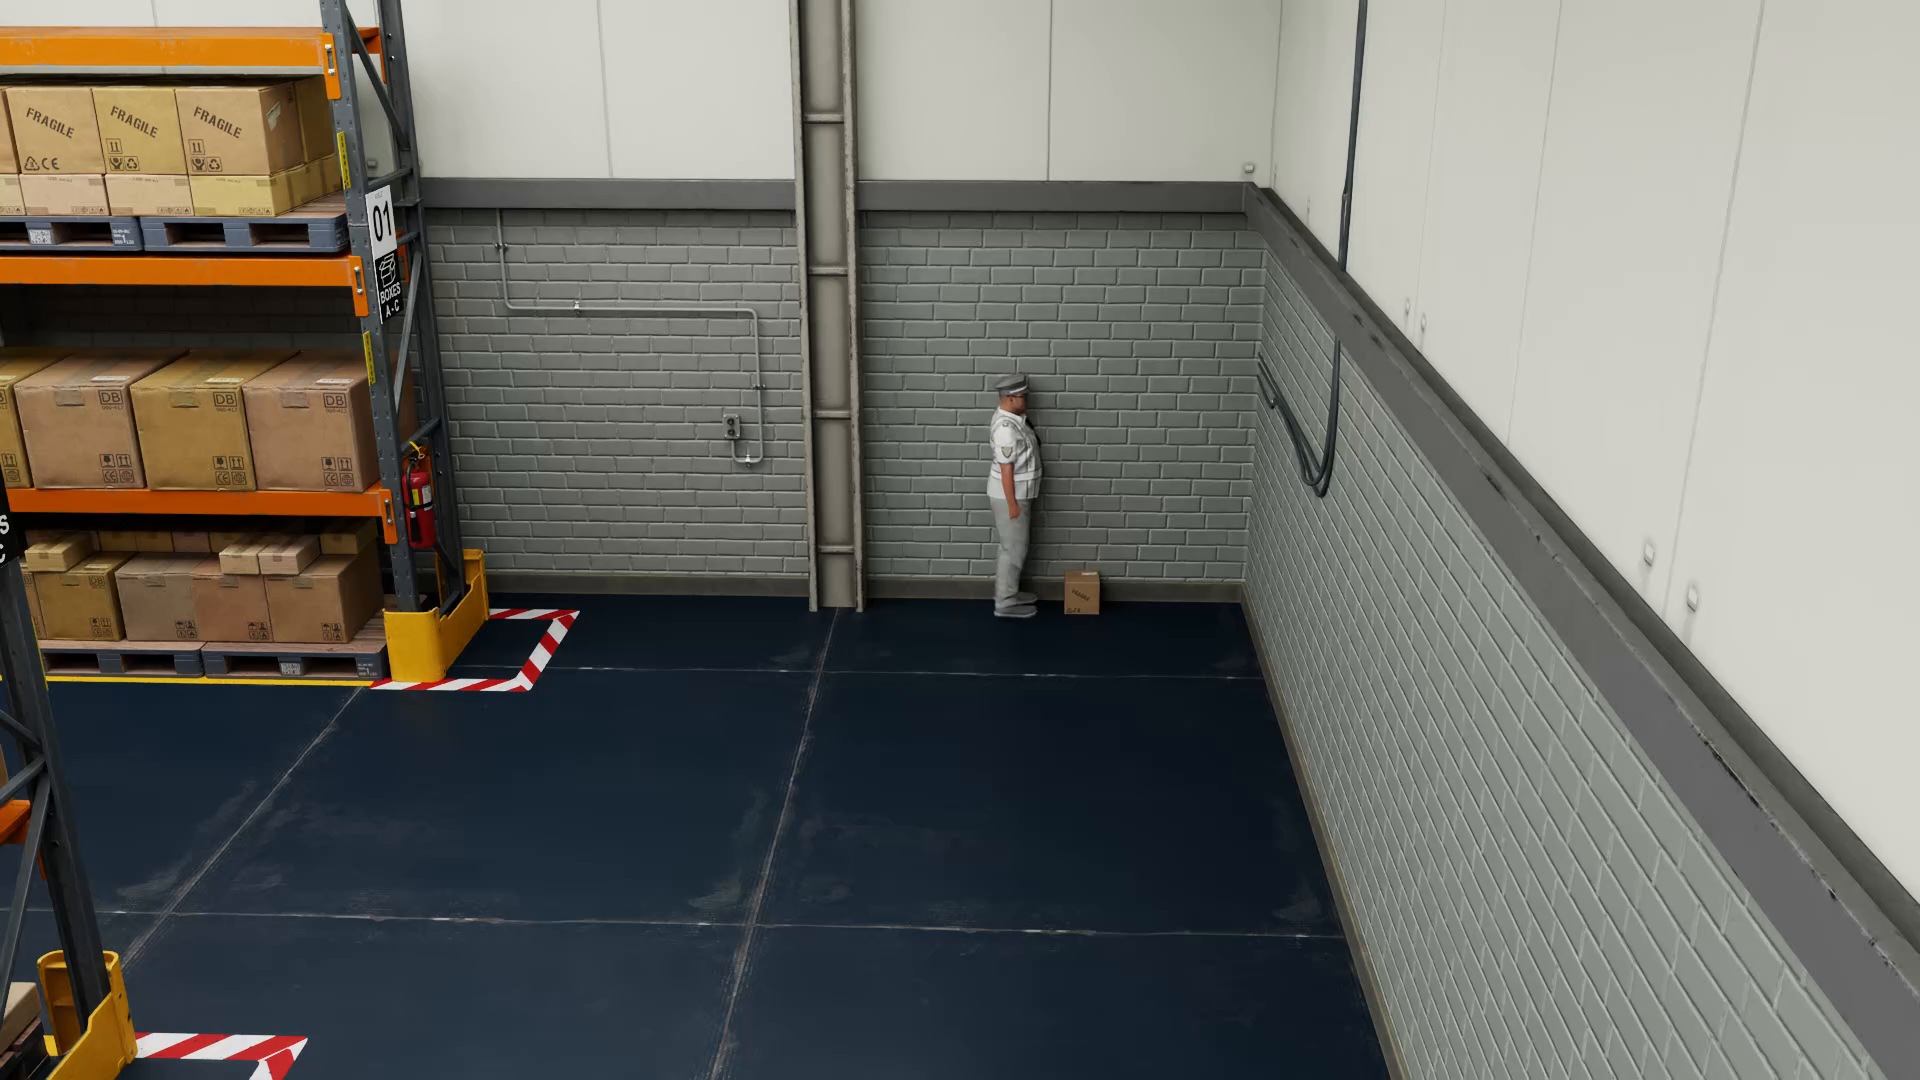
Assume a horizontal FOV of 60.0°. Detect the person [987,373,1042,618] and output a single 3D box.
[{"bbox_3d":[0.390,-0.335,11.947,0.394,1.768,0.530,1,21,3],"label":"person"}]
